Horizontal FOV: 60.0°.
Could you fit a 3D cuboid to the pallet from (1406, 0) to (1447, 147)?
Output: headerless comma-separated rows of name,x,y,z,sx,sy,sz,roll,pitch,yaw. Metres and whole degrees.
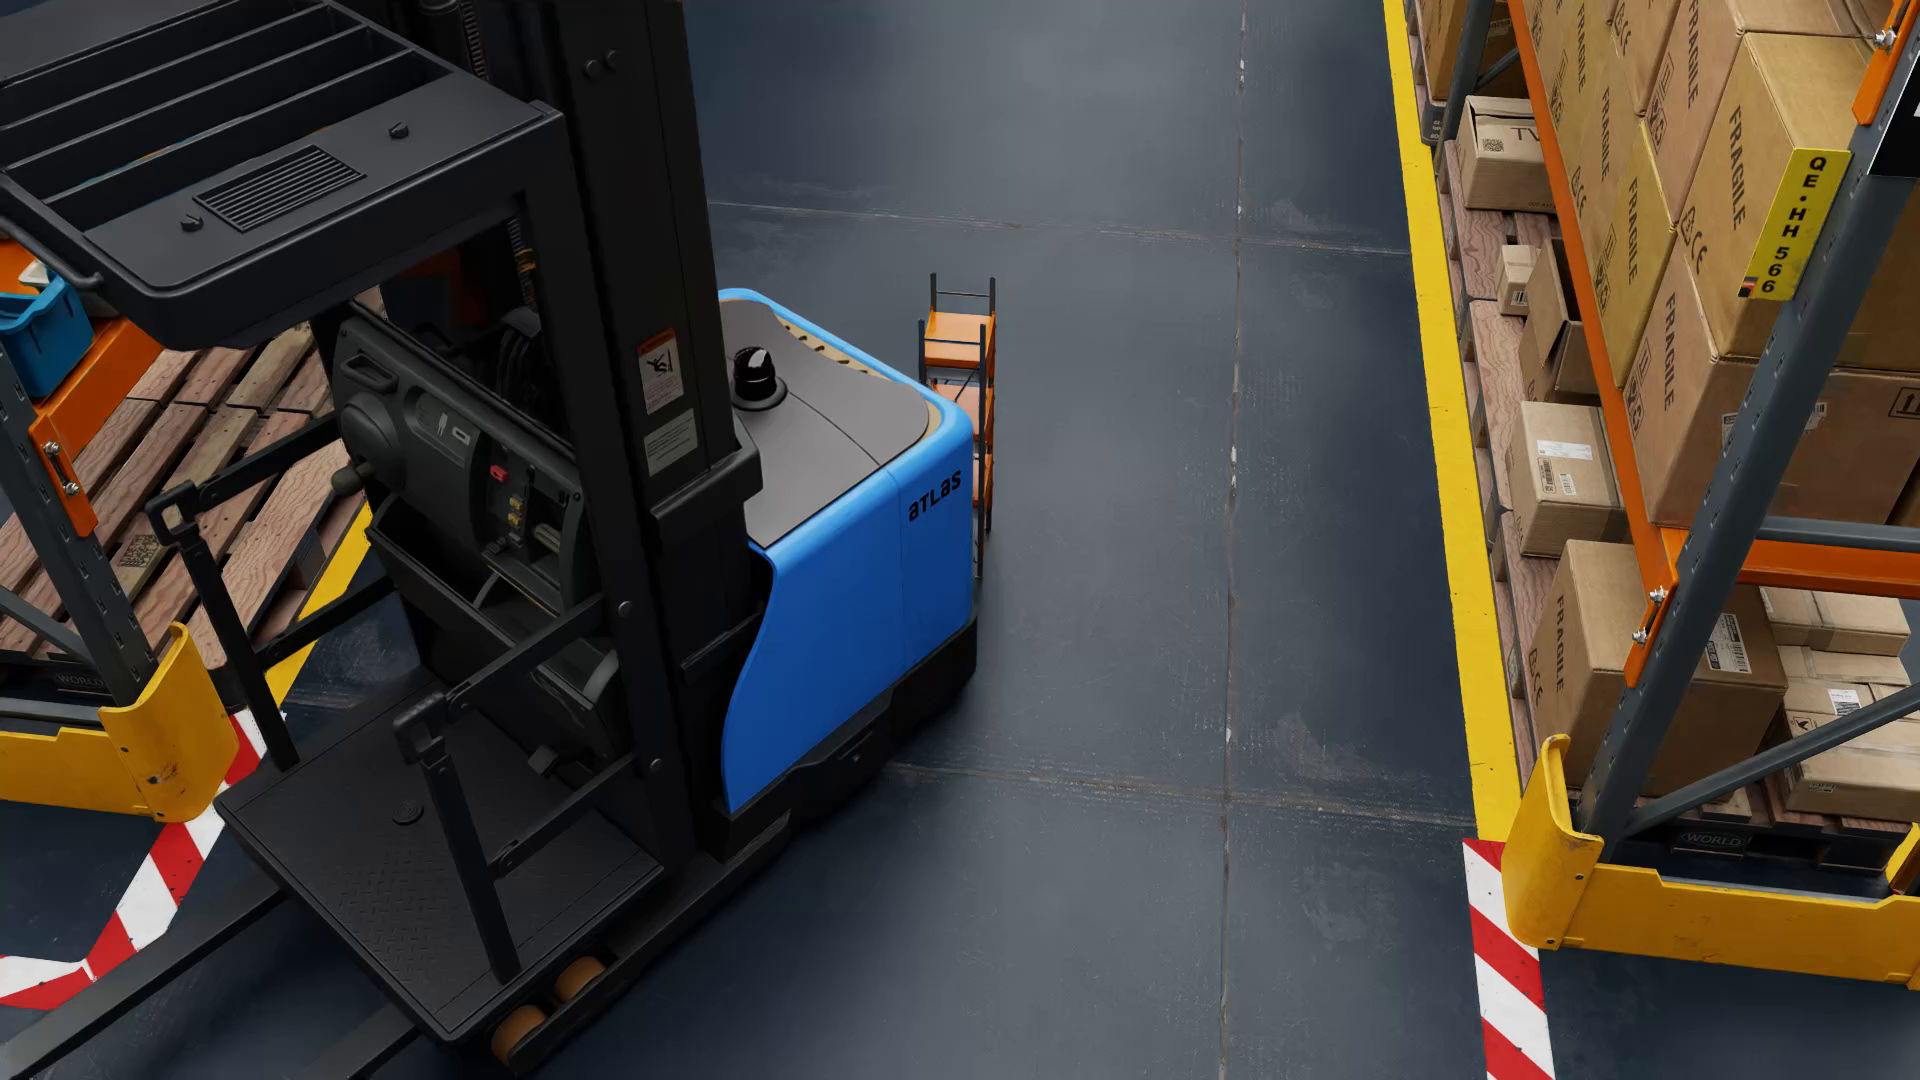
pallet,2.706,-2.259,7.982,1.003,0.211,1.213,5,44,6

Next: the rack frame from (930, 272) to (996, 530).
rack frame,0.009,-0.428,5.438,0.200,1.050,0.008,5,44,6

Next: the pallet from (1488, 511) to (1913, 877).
pallet,2.222,0.430,5.143,1.003,0.211,1.213,5,44,6

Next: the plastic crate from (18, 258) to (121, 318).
plastic crate,-2.319,-0.716,4.472,0.250,0.136,0.298,5,44,6

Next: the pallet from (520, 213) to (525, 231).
pallet,-2.332,-1.649,7.338,1.003,0.211,1.213,5,44,6

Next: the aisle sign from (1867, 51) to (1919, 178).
aisle sign,1.794,-0.913,2.642,0.394,0.787,0.004,5,44,6

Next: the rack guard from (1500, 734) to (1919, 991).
rack guard,2.117,0.868,4.469,1.175,0.500,0.348,5,44,6

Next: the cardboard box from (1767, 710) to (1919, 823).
cardboard box,2.503,0.634,4.653,0.380,0.149,0.250,5,44,6

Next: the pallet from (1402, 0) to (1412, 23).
pallet,2.865,-3.093,8.863,1.003,0.211,1.213,5,44,6

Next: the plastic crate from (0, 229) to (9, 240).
plastic crate,-2.874,-0.939,4.708,0.396,0.136,0.243,5,44,6

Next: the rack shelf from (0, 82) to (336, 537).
rack shelf,-2.538,-1.542,5.720,1.077,0.370,4.000,5,44,6

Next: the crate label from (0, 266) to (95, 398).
crate label,-2.443,-0.540,4.216,0.416,0.233,0.303,5,44,6

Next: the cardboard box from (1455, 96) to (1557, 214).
cardboard box,2.366,-1.631,6.926,0.500,0.311,0.500,5,44,6

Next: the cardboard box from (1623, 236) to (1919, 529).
cardboard box,1.897,-0.354,3.869,0.500,0.500,0.500,6,44,7

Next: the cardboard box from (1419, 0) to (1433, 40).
cardboard box,2.491,-2.664,7.880,0.500,0.500,0.500,5,44,6

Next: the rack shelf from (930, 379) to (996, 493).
rack shelf,-0.007,-0.337,5.358,0.215,0.259,0.240,5,44,6

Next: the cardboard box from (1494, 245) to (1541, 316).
cardboard box,2.262,-0.988,6.352,0.380,0.166,0.250,5,44,6

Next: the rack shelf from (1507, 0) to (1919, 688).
rack shelf,2.372,-1.089,5.242,1.077,0.370,4.000,5,44,6

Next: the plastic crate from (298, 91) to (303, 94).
plastic crate,-2.269,-1.437,5.164,0.416,0.233,0.300,5,44,6

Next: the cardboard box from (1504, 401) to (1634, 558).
cardboard box,2.090,-0.187,5.445,0.500,0.250,0.500,5,44,6

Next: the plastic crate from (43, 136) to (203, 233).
plastic crate,-2.356,-0.988,4.690,0.416,0.233,0.300,5,44,6

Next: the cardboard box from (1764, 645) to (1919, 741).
cardboard box,2.536,0.457,4.826,0.380,0.166,0.250,5,44,6

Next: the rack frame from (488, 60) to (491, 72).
rack frame,-2.273,-3.166,6.912,1.000,3.000,0.127,5,44,6

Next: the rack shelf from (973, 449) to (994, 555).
rack shelf,-0.007,-0.135,5.549,0.215,0.259,0.240,5,44,6

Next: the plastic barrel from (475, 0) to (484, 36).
plastic barrel,-2.185,-2.926,7.879,0.600,0.901,0.708,5,44,6

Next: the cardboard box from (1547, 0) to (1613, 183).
cardboard box,2.100,-1.391,4.964,0.500,0.500,0.500,5,44,5

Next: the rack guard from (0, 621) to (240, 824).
rack guard,-2.793,0.485,4.874,1.175,0.500,0.348,5,44,6

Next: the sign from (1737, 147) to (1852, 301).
sign,1.560,-0.587,3.116,0.100,0.325,0.005,5,44,6

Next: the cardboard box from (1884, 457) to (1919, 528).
cardboard box,2.427,-0.302,3.815,0.500,0.500,0.500,6,44,6

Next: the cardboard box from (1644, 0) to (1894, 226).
cardboard box,1.959,-1.060,3.887,0.500,0.500,0.500,6,44,7

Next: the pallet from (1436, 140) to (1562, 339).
pallet,2.544,-1.233,6.899,1.003,0.211,1.213,5,44,6

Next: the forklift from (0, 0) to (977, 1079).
forklift,-1.304,-0.096,3.719,1.130,2.935,3.031,32,52,29

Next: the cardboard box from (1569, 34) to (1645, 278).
cardboard box,2.033,-1.047,4.602,0.500,0.500,0.500,6,44,6

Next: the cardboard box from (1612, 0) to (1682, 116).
cardboard box,2.023,-1.413,4.261,0.500,0.500,0.500,6,44,7

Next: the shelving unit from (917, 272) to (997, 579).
shelving unit,-0.007,-0.345,5.351,0.215,1.050,0.252,5,44,6

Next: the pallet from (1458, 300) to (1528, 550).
pallet,2.385,-0.399,6.018,1.003,0.211,1.213,5,44,6

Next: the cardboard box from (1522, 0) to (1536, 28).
cardboard box,2.234,-2.078,5.690,0.500,0.500,0.500,6,44,6

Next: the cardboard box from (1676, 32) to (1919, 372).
cardboard box,1.893,-0.715,3.524,0.500,0.500,0.500,5,44,5

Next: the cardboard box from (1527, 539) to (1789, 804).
cardboard box,1.935,0.367,4.678,0.500,0.500,0.500,5,44,6

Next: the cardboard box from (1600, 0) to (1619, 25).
cardboard box,2.091,-1.763,4.631,0.500,0.500,0.500,6,44,7

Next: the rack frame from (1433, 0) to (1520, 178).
rack frame,2.636,-2.714,6.434,1.000,3.000,0.127,5,44,6

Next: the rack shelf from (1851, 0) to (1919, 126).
rack shelf,2.372,-2.179,4.211,1.077,0.370,4.000,5,44,6

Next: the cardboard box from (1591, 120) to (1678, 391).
cardboard box,1.962,-0.708,4.243,0.500,0.500,0.500,6,44,6

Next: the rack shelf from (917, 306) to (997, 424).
rack shelf,-0.007,-0.543,5.163,0.215,0.259,0.240,5,44,6

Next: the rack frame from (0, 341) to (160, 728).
rack frame,-2.802,-0.440,4.033,1.000,3.000,0.127,5,44,6

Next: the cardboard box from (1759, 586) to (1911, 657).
cardboard box,2.526,0.166,5.073,0.500,0.250,0.500,5,44,6

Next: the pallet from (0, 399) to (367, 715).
pallet,-2.655,0.014,5.582,1.003,0.211,1.213,5,44,6

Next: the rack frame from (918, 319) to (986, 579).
rack frame,-0.023,-0.262,5.263,0.200,1.050,0.008,5,44,6

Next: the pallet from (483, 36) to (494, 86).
pallet,-2.130,-2.676,8.423,1.003,0.211,1.213,5,44,6

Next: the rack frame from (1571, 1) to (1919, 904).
rack frame,2.107,0.012,3.555,1.000,3.000,0.127,5,44,6

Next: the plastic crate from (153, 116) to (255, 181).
plastic crate,-2.229,-1.178,4.961,0.250,0.136,0.298,5,44,6

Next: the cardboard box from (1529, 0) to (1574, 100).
cardboard box,2.166,-1.737,5.330,0.500,0.500,0.500,5,44,5

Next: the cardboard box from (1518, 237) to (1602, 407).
cardboard box,2.393,-0.686,5.789,0.797,0.503,0.637,5,44,6

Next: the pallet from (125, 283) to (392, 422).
pallet,-2.491,-0.815,6.458,1.003,0.211,1.213,5,44,6

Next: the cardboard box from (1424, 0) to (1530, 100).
cardboard box,2.417,-2.328,7.525,0.500,0.500,0.500,5,44,5
